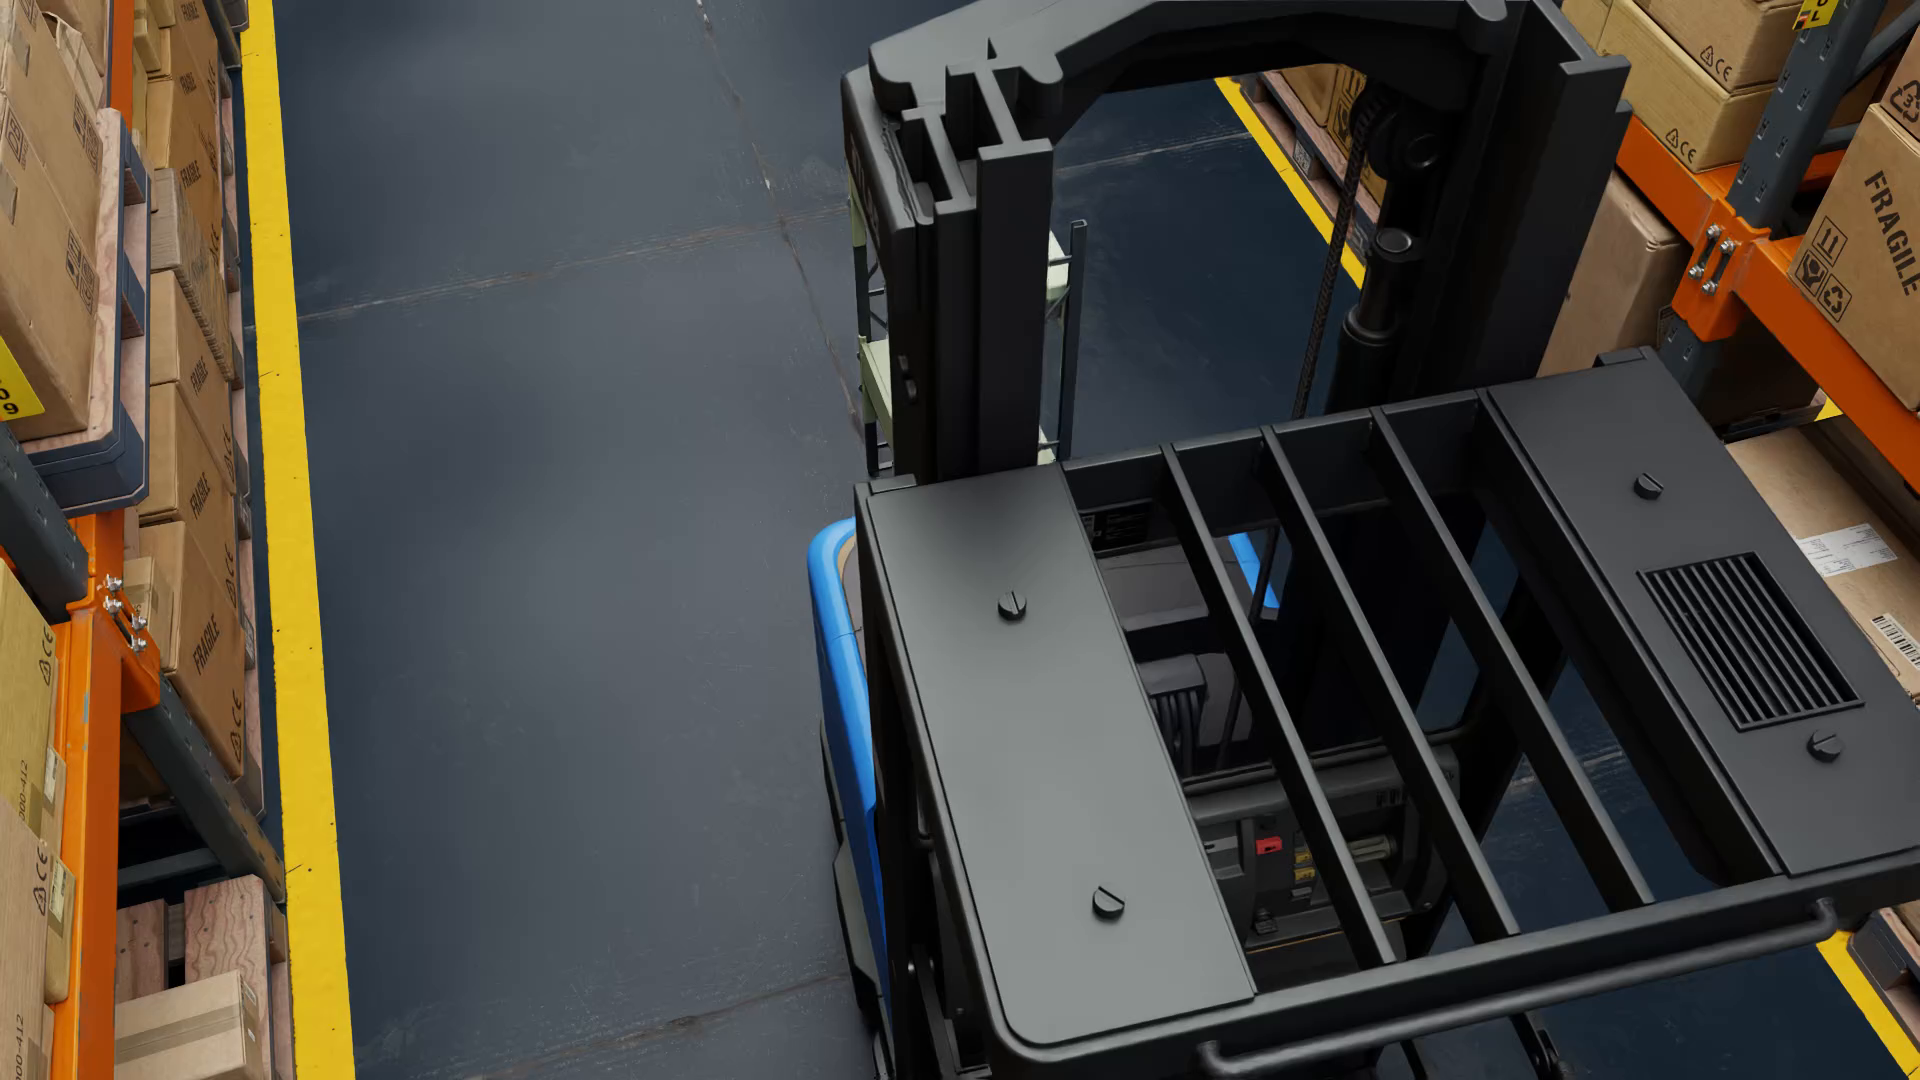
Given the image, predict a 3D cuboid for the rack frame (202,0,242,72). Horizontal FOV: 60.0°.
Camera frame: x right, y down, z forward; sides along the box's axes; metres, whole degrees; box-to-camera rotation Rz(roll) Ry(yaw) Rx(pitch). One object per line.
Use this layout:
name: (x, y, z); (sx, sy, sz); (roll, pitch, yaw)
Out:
rack frame: (-3.473, -2.850, 5.691); (1.000, 3.000, 0.127); (-13, 51, -11)

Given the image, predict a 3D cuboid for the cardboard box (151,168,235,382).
cardboard box: (-2.676, -0.795, 5.318); (0.500, 0.500, 0.500); (-15, 51, -12)

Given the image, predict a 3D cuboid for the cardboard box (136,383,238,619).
cardboard box: (-2.385, -0.049, 4.690); (0.500, 0.500, 0.500); (-14, 51, -11)

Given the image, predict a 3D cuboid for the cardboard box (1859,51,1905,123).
cardboard box: (2.572, -1.386, 4.555); (0.500, 0.250, 0.500); (-14, 51, -12)

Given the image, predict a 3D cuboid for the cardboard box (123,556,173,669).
cardboard box: (-2.142, 0.211, 4.047); (0.380, 0.149, 0.250); (-11, 51, -9)

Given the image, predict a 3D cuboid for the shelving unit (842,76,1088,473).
shelving unit: (-0.002, -0.488, 4.681); (0.431, 1.500, 0.755); (-13, 51, -11)

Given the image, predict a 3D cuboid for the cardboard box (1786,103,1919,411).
cardboard box: (2.339, -0.684, 3.799); (0.500, 0.500, 0.500); (-12, 51, -10)

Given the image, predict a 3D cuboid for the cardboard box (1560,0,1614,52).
cardboard box: (1.927, -1.648, 4.775); (0.500, 0.250, 0.500); (-14, 51, -11)

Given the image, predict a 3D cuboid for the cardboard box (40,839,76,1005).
cardboard box: (-1.757, 0.698, 2.864); (0.380, 0.149, 0.250); (-12, 51, -10)

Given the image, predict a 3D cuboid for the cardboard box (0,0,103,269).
cardboard box: (-2.373, -0.878, 3.688); (0.700, 0.500, 0.500); (-13, 51, -11)

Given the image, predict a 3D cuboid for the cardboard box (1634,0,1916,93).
cardboard box: (2.088, -1.433, 4.268); (0.500, 0.250, 0.500); (-13, 51, -11)

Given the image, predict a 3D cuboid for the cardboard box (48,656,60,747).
cardboard box: (-1.955, 0.328, 3.176); (0.380, 0.149, 0.250); (-13, 51, -10)

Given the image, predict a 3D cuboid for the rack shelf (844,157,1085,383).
rack shelf: (-0.002, -0.740, 4.382); (0.431, 0.370, 0.720); (-13, 51, -11)

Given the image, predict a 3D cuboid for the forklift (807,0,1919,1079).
forklift: (0.465, 0.725, 2.722); (1.130, 2.935, 3.031); (-10, 51, -9)

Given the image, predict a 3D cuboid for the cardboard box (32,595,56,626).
cardboard box: (-2.200, 0.128, 3.921); (0.380, 0.149, 0.250); (-14, 51, -12)

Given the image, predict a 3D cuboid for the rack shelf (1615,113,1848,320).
rack shelf: (1.859, -2.282, 5.683); (1.077, 0.370, 4.000); (-13, 51, -11)

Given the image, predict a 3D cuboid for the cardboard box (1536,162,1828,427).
cardboard box: (2.191, -0.939, 5.194); (0.875, 0.875, 0.875); (-12, 51, -10)

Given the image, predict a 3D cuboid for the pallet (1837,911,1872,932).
pallet: (2.600, 0.418, 4.759); (1.003, 0.211, 1.213); (-13, 51, -11)

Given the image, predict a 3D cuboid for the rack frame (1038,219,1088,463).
rack frame: (0.106, -0.221, 4.455); (0.400, 1.500, 0.023); (-13, 51, -11)

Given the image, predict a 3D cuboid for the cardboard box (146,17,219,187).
cardboard box: (-3.005, -1.551, 5.956); (0.500, 0.500, 0.500); (-14, 51, -12)

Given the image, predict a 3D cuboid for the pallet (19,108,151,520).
pallet: (-2.422, -0.475, 3.814); (1.003, 0.211, 1.213); (-13, 51, -11)

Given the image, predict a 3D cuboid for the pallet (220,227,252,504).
pallet: (-2.931, -0.508, 5.540); (1.003, 0.211, 1.213); (-13, 51, -11)

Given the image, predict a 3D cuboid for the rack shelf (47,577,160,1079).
rack shelf: (-1.699, 1.764, 2.271); (1.077, 0.370, 4.000); (-13, 51, -11)

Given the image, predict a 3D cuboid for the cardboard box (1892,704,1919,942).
cardboard box: (2.799, 0.774, 4.037); (0.875, 0.438, 0.875); (-15, 51, -12)

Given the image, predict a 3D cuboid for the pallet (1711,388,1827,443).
pallet: (2.150, -0.701, 5.703); (1.003, 0.211, 1.213); (-13, 51, -11)

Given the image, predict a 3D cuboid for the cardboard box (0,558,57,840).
cardboard box: (-1.907, 0.341, 2.904); (0.500, 0.250, 0.500); (-12, 51, -10)

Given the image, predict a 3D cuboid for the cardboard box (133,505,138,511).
cardboard box: (-2.385, -0.159, 4.358); (0.380, 0.149, 0.250); (-16, 52, -13)

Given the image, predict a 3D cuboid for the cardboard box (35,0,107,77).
cardboard box: (-2.605, -1.451, 4.172); (0.700, 0.500, 0.500); (-14, 51, -11)

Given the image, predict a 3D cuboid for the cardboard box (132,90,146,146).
cardboard box: (-2.830, -1.305, 5.325); (0.380, 0.149, 0.250); (-14, 51, -12)

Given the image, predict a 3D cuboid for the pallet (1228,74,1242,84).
pallet: (1.429, -2.483, 7.205); (1.003, 0.211, 1.213); (-13, 51, -11)

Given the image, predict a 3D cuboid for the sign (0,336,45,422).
sign: (-1.774, -0.336, 3.005); (0.100, 0.325, 0.005); (-13, 51, -11)

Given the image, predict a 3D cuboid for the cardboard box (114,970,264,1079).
cardboard box: (-1.845, 1.196, 3.870); (0.380, 0.149, 0.250); (-15, 51, -12)

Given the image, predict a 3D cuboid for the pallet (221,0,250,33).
pallet: (-3.679, -2.561, 7.271); (1.003, 0.211, 1.213); (-13, 51, -11)

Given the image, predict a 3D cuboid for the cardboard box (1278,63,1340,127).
cardboard box: (1.652, -2.250, 6.300); (0.875, 0.875, 0.875); (-13, 51, -11)

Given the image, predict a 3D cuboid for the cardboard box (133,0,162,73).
cardboard box: (-2.939, -1.691, 5.649); (0.380, 0.149, 0.250); (-15, 51, -12)
